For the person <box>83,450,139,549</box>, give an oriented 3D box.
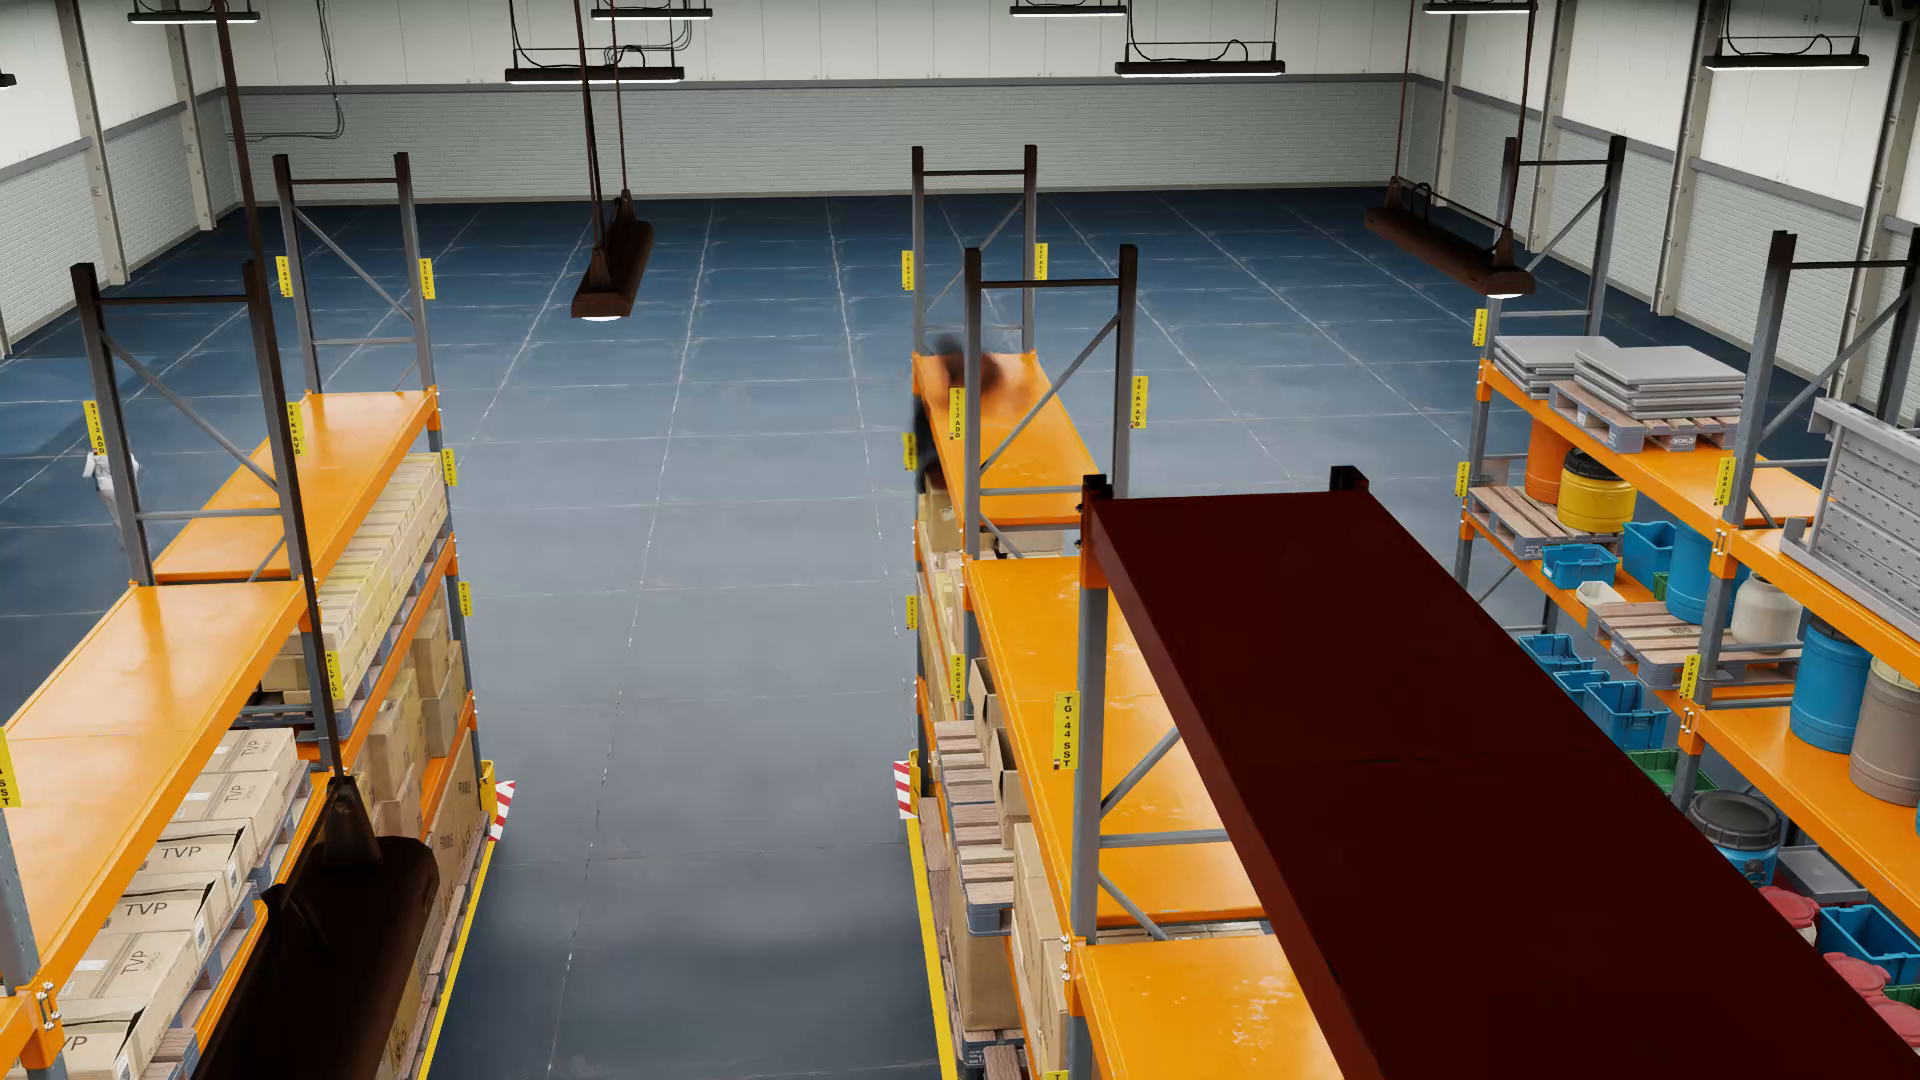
[{"bbox_3d":[-10.605,-0.582,20.837,0.805,1.748,0.586,19,29,40],"label":"person"}]
